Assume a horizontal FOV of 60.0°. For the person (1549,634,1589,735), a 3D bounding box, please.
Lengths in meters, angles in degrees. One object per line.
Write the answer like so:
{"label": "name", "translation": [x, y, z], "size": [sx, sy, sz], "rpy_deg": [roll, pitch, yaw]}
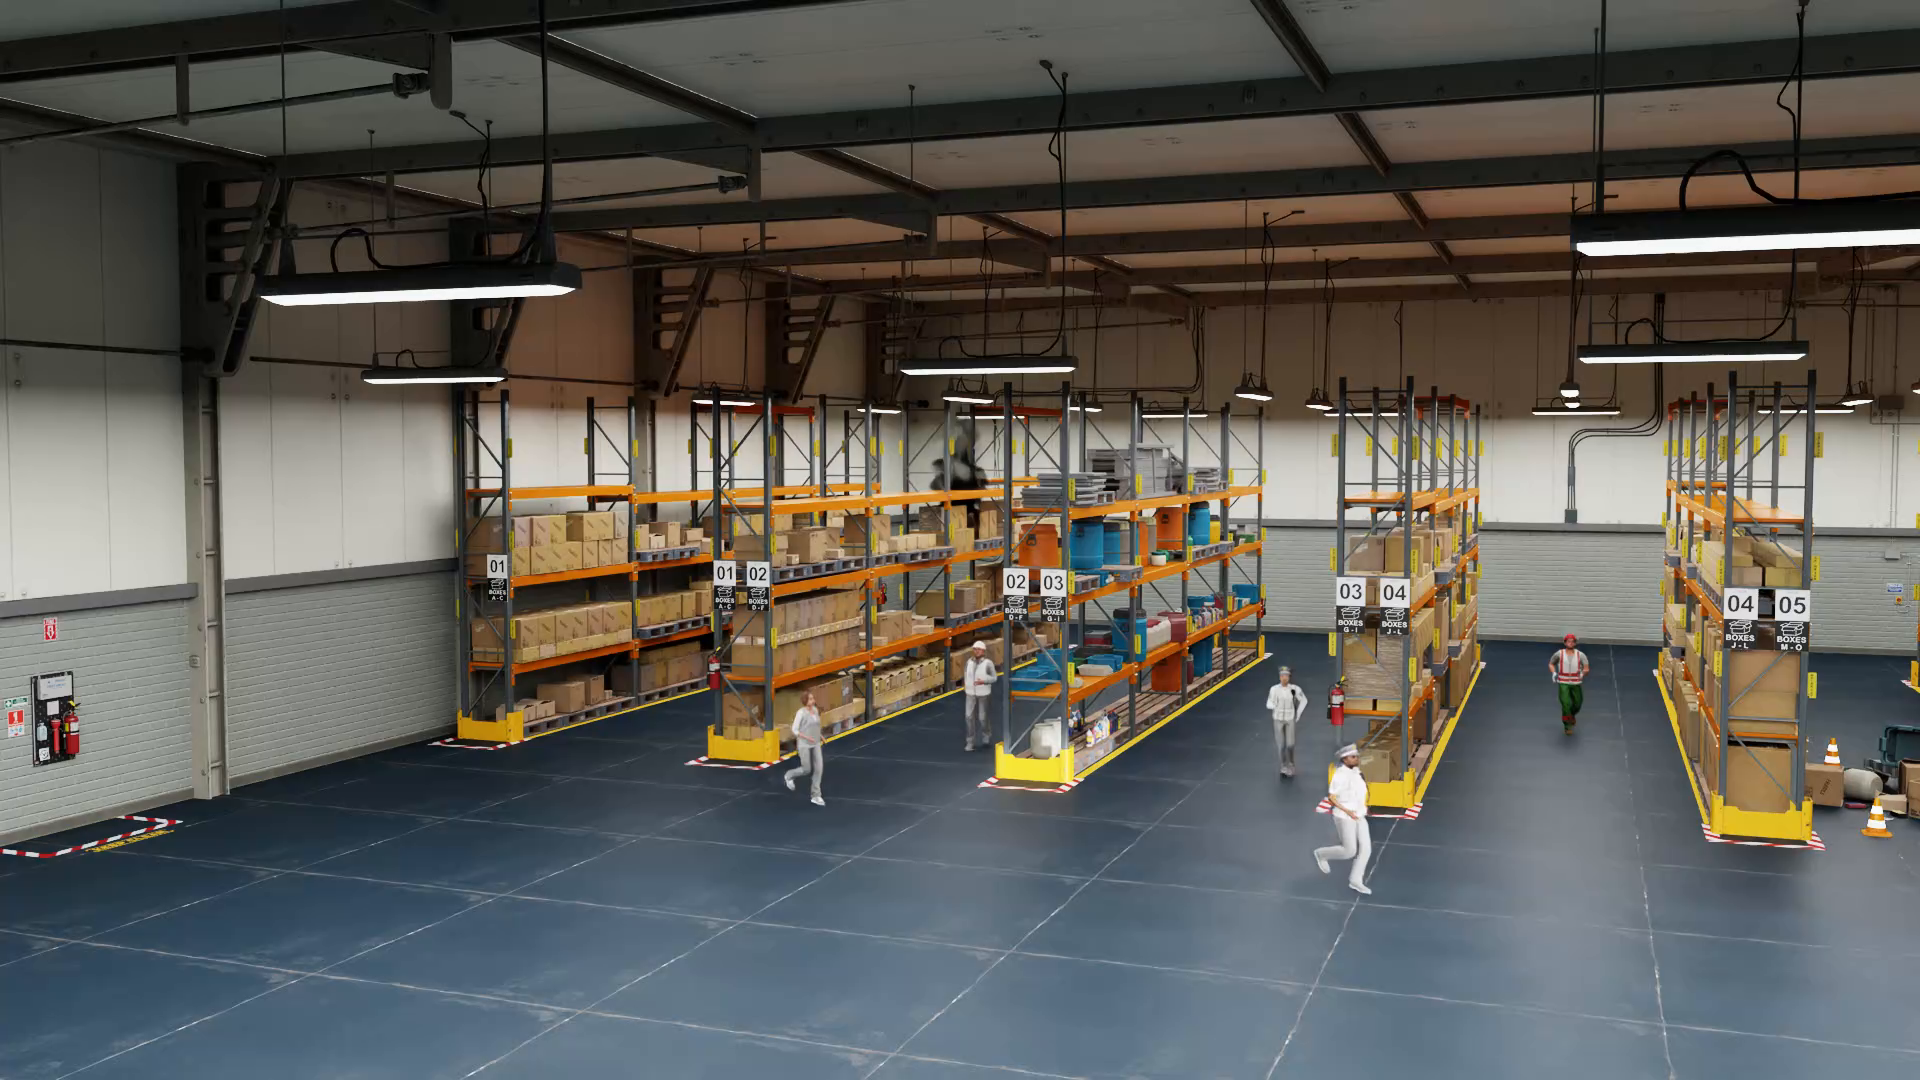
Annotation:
{"label": "person", "translation": [10.690, 2.522, 29.193], "size": [0.663, 1.748, 0.786], "rpy_deg": [1, 3, 14]}

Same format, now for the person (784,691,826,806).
{"label": "person", "translation": [-2.171, 2.928, 23.534], "size": [0.775, 1.598, 0.554], "rpy_deg": [3, 4, 42]}

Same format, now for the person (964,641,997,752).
{"label": "person", "translation": [0.319, 2.593, 27.726], "size": [0.661, 1.823, 0.726], "rpy_deg": [1, 3, 21]}

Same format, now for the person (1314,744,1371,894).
{"label": "person", "translation": [4.397, 3.139, 18.930], "size": [0.577, 1.680, 0.711], "rpy_deg": [-3, 4, -41]}

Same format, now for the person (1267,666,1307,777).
{"label": "person", "translation": [4.957, 2.768, 25.306], "size": [0.596, 1.690, 0.614], "rpy_deg": [1, 3, 18]}
